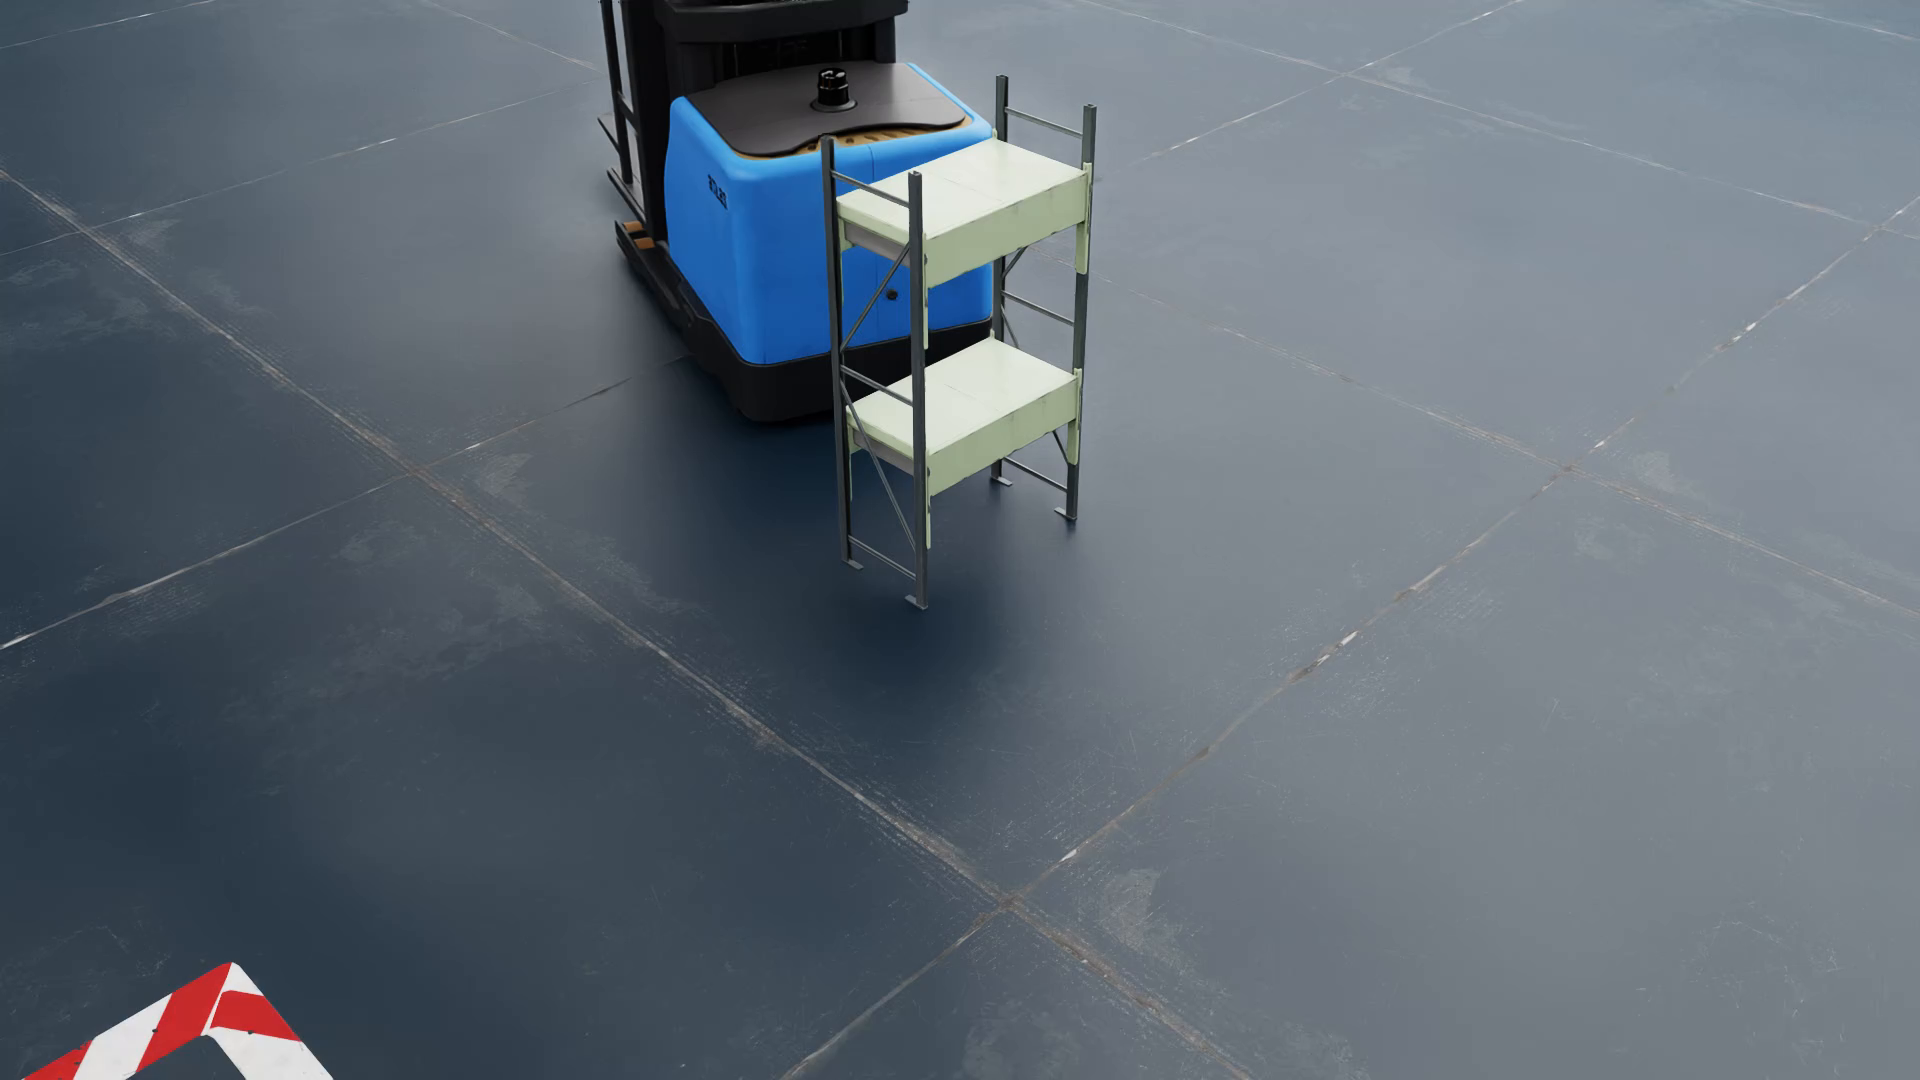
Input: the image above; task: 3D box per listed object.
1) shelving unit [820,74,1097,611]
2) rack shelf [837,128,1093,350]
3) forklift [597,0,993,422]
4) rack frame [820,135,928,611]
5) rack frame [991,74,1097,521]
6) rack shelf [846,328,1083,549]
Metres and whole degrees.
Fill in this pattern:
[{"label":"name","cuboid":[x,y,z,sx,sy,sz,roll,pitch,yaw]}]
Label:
[{"label":"shelving unit","cuboid":[0.005,-0.618,5.325,0.431,1.500,0.755,30,45,35]},{"label":"rack shelf","cuboid":[0.005,-0.938,5.102,0.431,0.370,0.720,30,45,35]},{"label":"forklift","cuboid":[-0.919,-2.479,6.742,1.130,2.935,3.031,-14,37,-20]},{"label":"rack frame","cuboid":[-0.253,-0.469,5.112,0.400,1.500,0.023,30,45,35]},{"label":"rack frame","cuboid":[0.263,-0.766,5.538,0.400,1.500,0.023,30,45,35]},{"label":"rack shelf","cuboid":[0.005,-0.350,5.511,0.431,0.370,0.720,30,45,35]}]
